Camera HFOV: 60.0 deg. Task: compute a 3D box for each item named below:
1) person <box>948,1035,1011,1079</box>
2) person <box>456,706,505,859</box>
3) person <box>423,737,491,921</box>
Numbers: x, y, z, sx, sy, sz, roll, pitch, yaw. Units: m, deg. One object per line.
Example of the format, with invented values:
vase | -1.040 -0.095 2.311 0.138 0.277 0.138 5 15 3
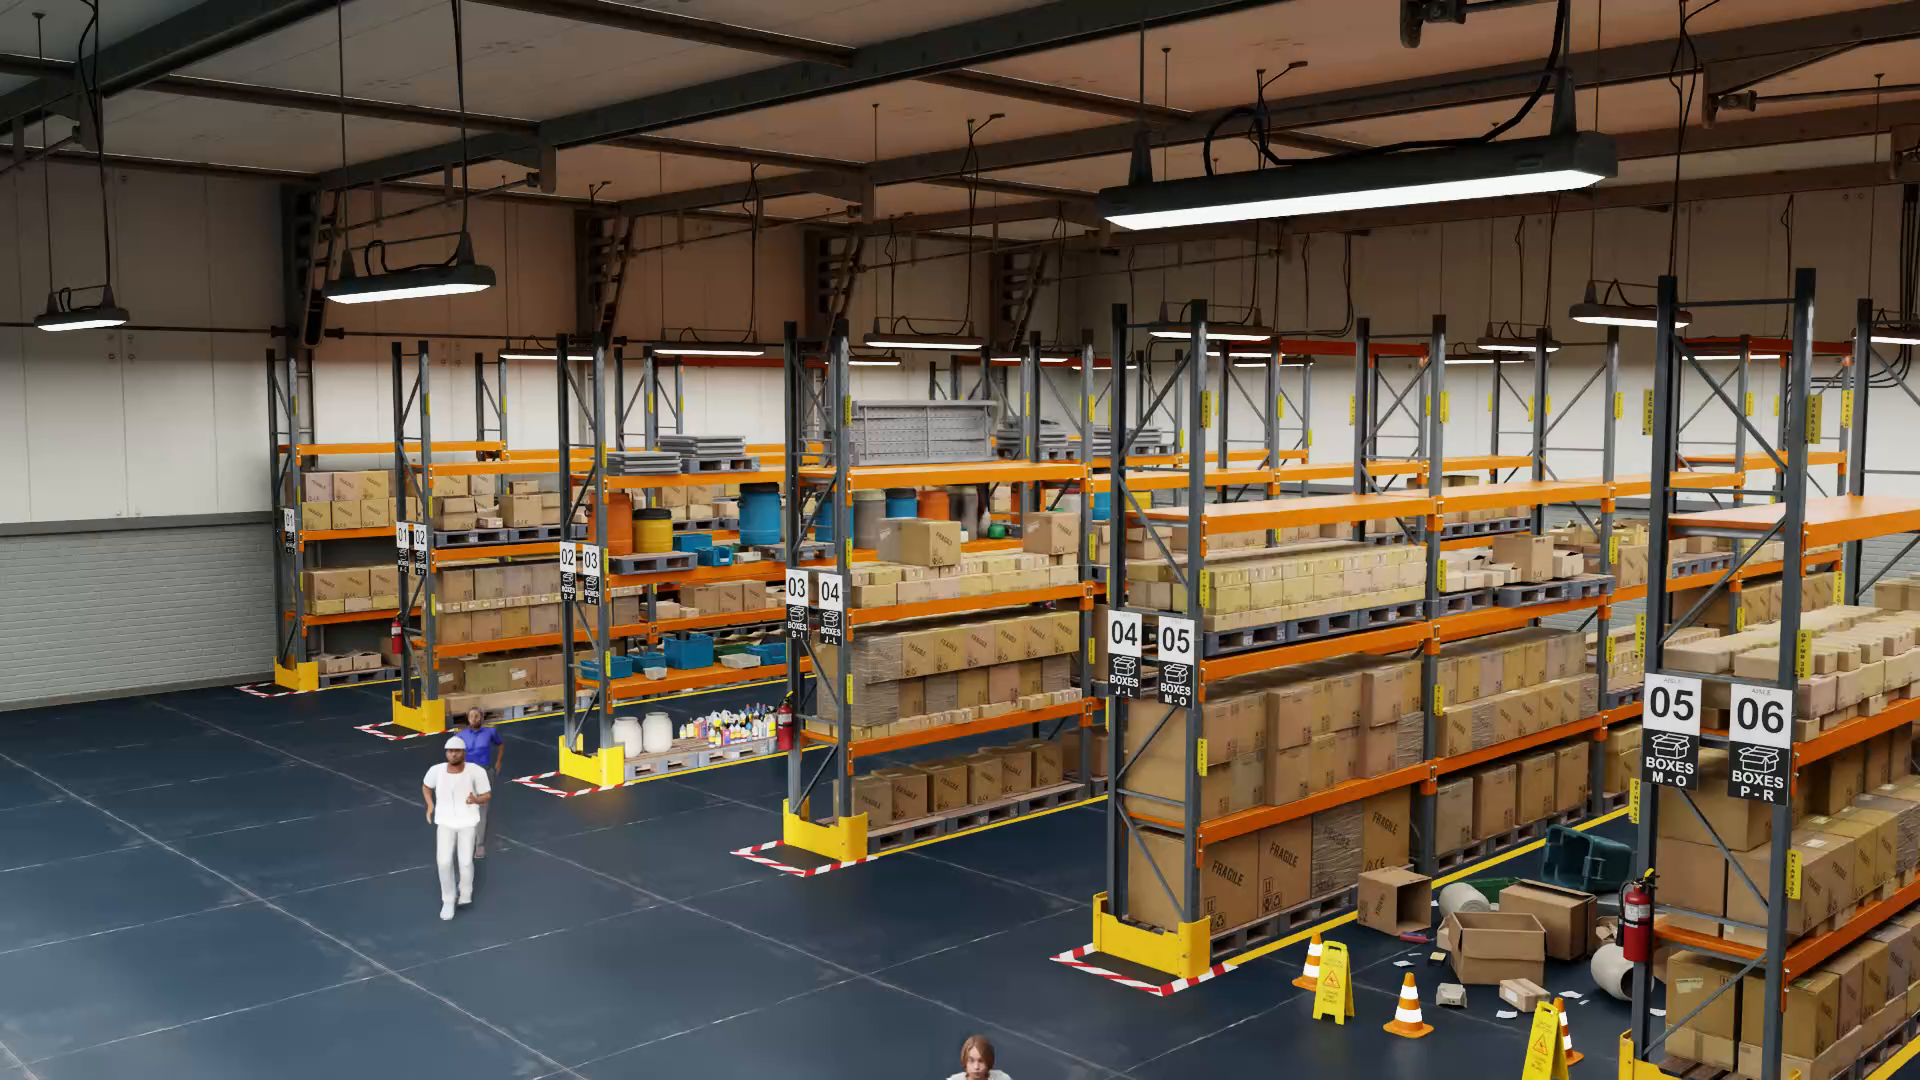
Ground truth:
person | 0.111 3.573 9.329 0.559 1.662 0.707 0 5 2
person | -5.494 2.717 18.955 0.591 1.658 0.914 -1 5 -13
person | -5.010 2.859 16.553 0.672 1.811 0.713 -1 5 -13
